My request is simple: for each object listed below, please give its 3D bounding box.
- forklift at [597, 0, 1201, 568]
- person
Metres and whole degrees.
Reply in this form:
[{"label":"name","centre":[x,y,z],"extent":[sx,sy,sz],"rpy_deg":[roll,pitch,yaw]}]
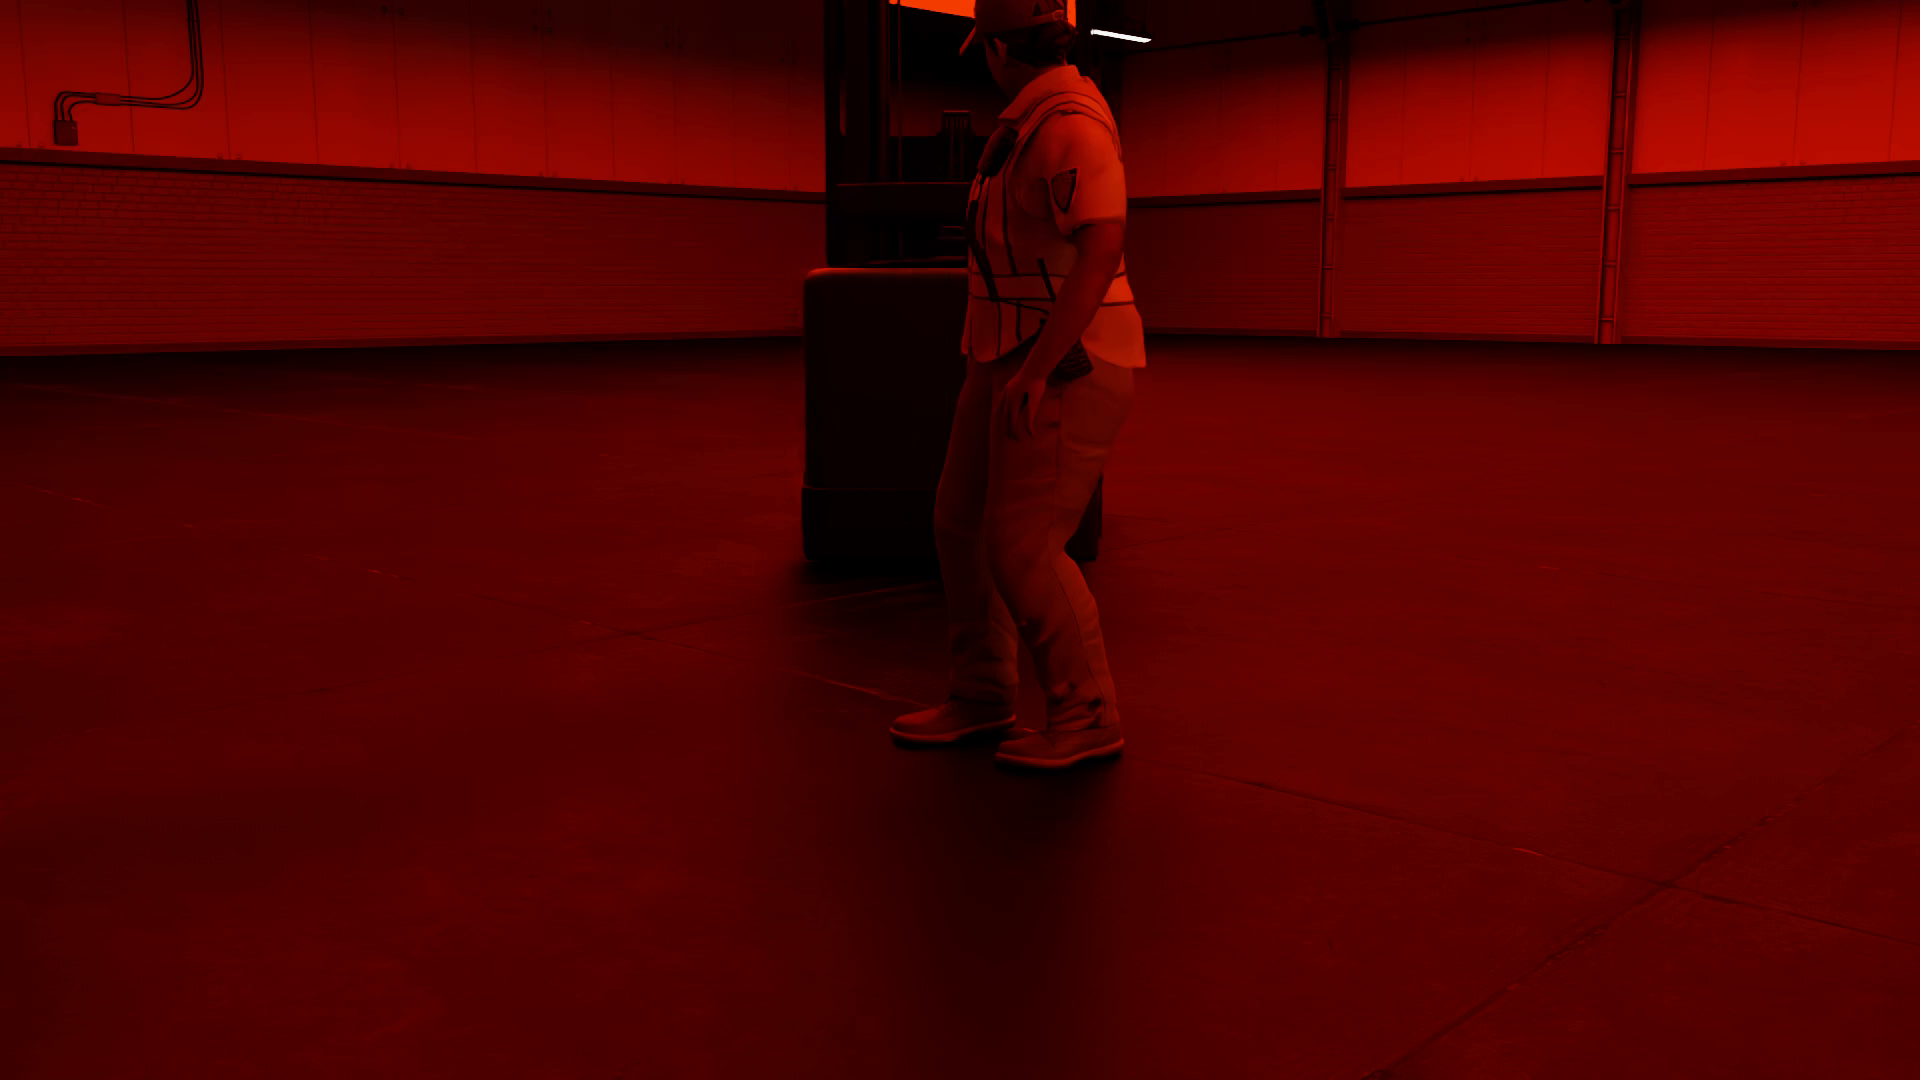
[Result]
[{"label":"forklift","centre":[-0.455,-1.516,6.941],"extent":[1.130,2.935,3.031],"rpy_deg":[-8,12,-43]},{"label":"person","centre":[0.169,-0.359,3.532],"extent":[0.389,1.668,0.499],"rpy_deg":[-2,9,-13]}]
